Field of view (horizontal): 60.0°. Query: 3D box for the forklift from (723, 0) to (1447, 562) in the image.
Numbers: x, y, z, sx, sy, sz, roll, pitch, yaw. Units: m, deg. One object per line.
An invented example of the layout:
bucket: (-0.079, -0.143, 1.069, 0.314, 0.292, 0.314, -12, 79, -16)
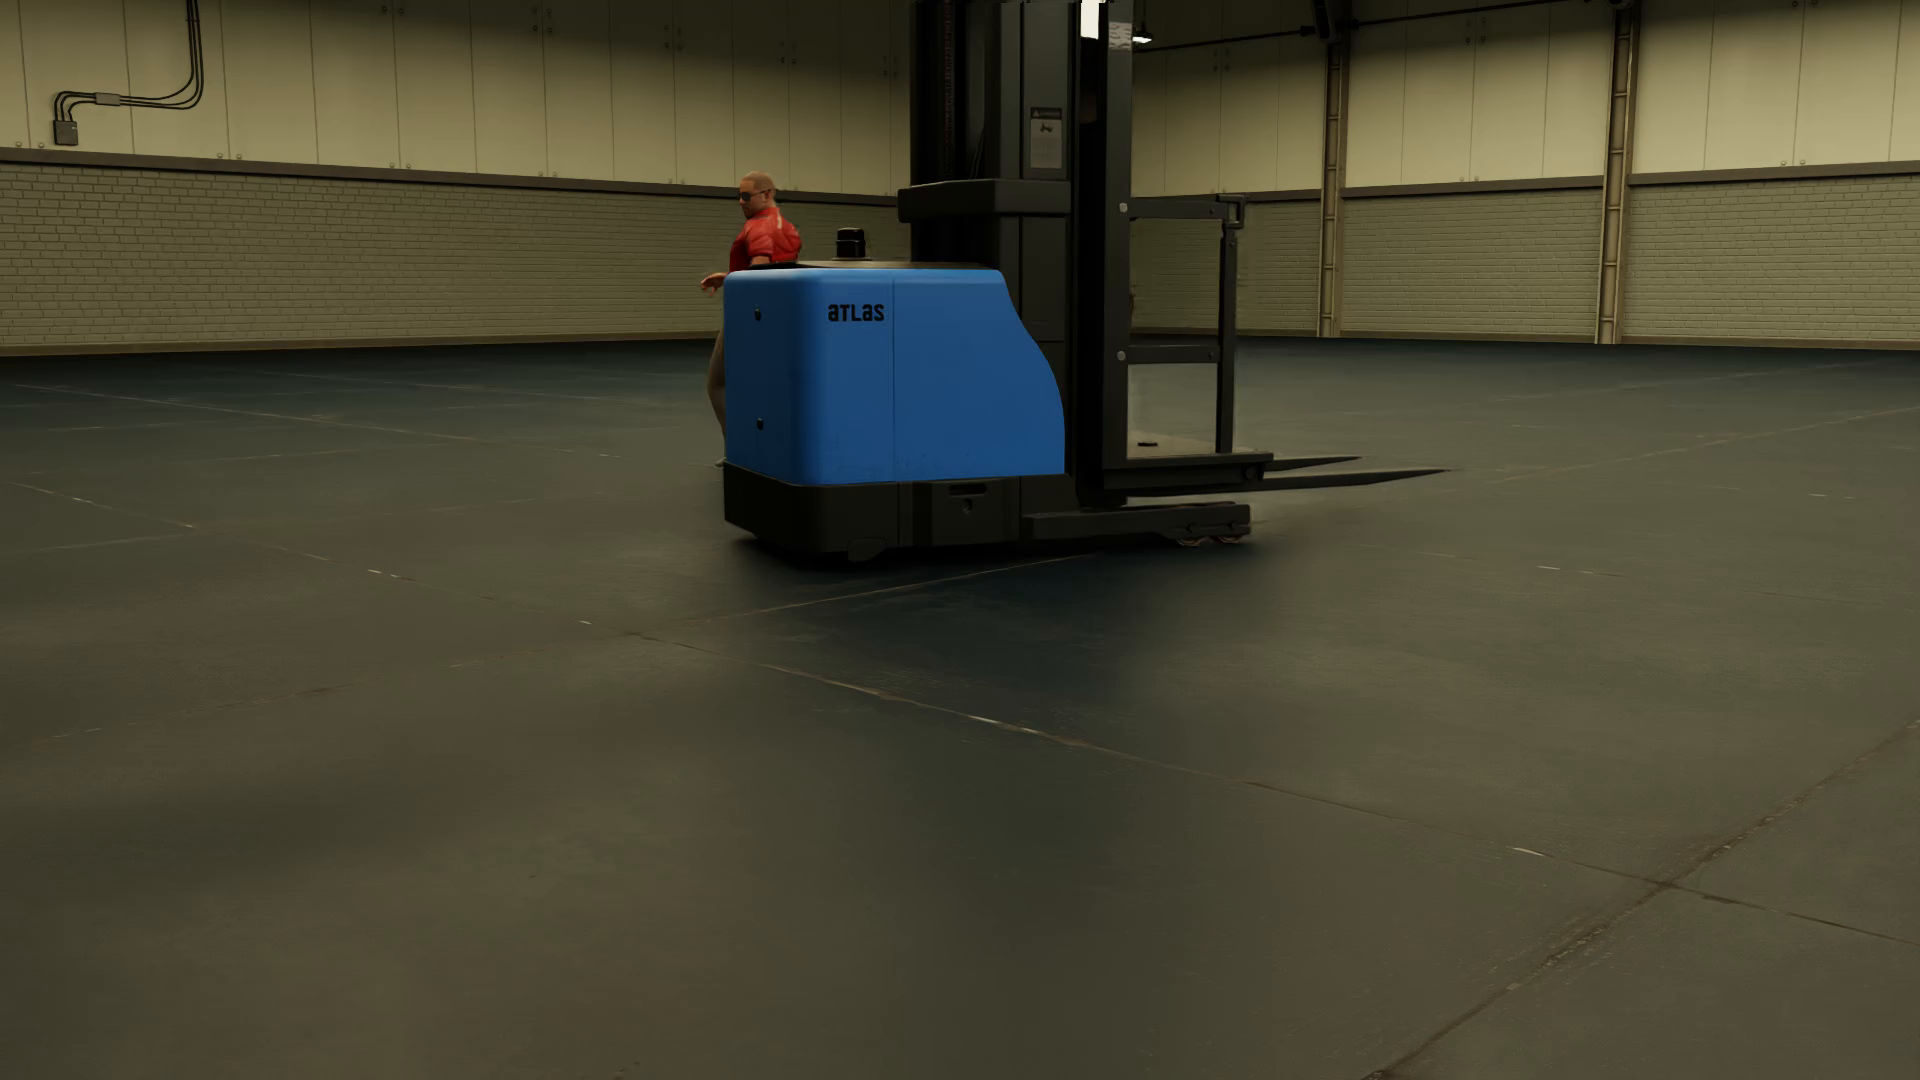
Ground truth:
forklift: (0.604, -1.489, 6.762, 3.031, 2.935, 1.130, -4, 9, -23)

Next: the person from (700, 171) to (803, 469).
person: (-1.085, -1.180, 9.113, 0.840, 1.649, 0.598, 8, 12, 43)
